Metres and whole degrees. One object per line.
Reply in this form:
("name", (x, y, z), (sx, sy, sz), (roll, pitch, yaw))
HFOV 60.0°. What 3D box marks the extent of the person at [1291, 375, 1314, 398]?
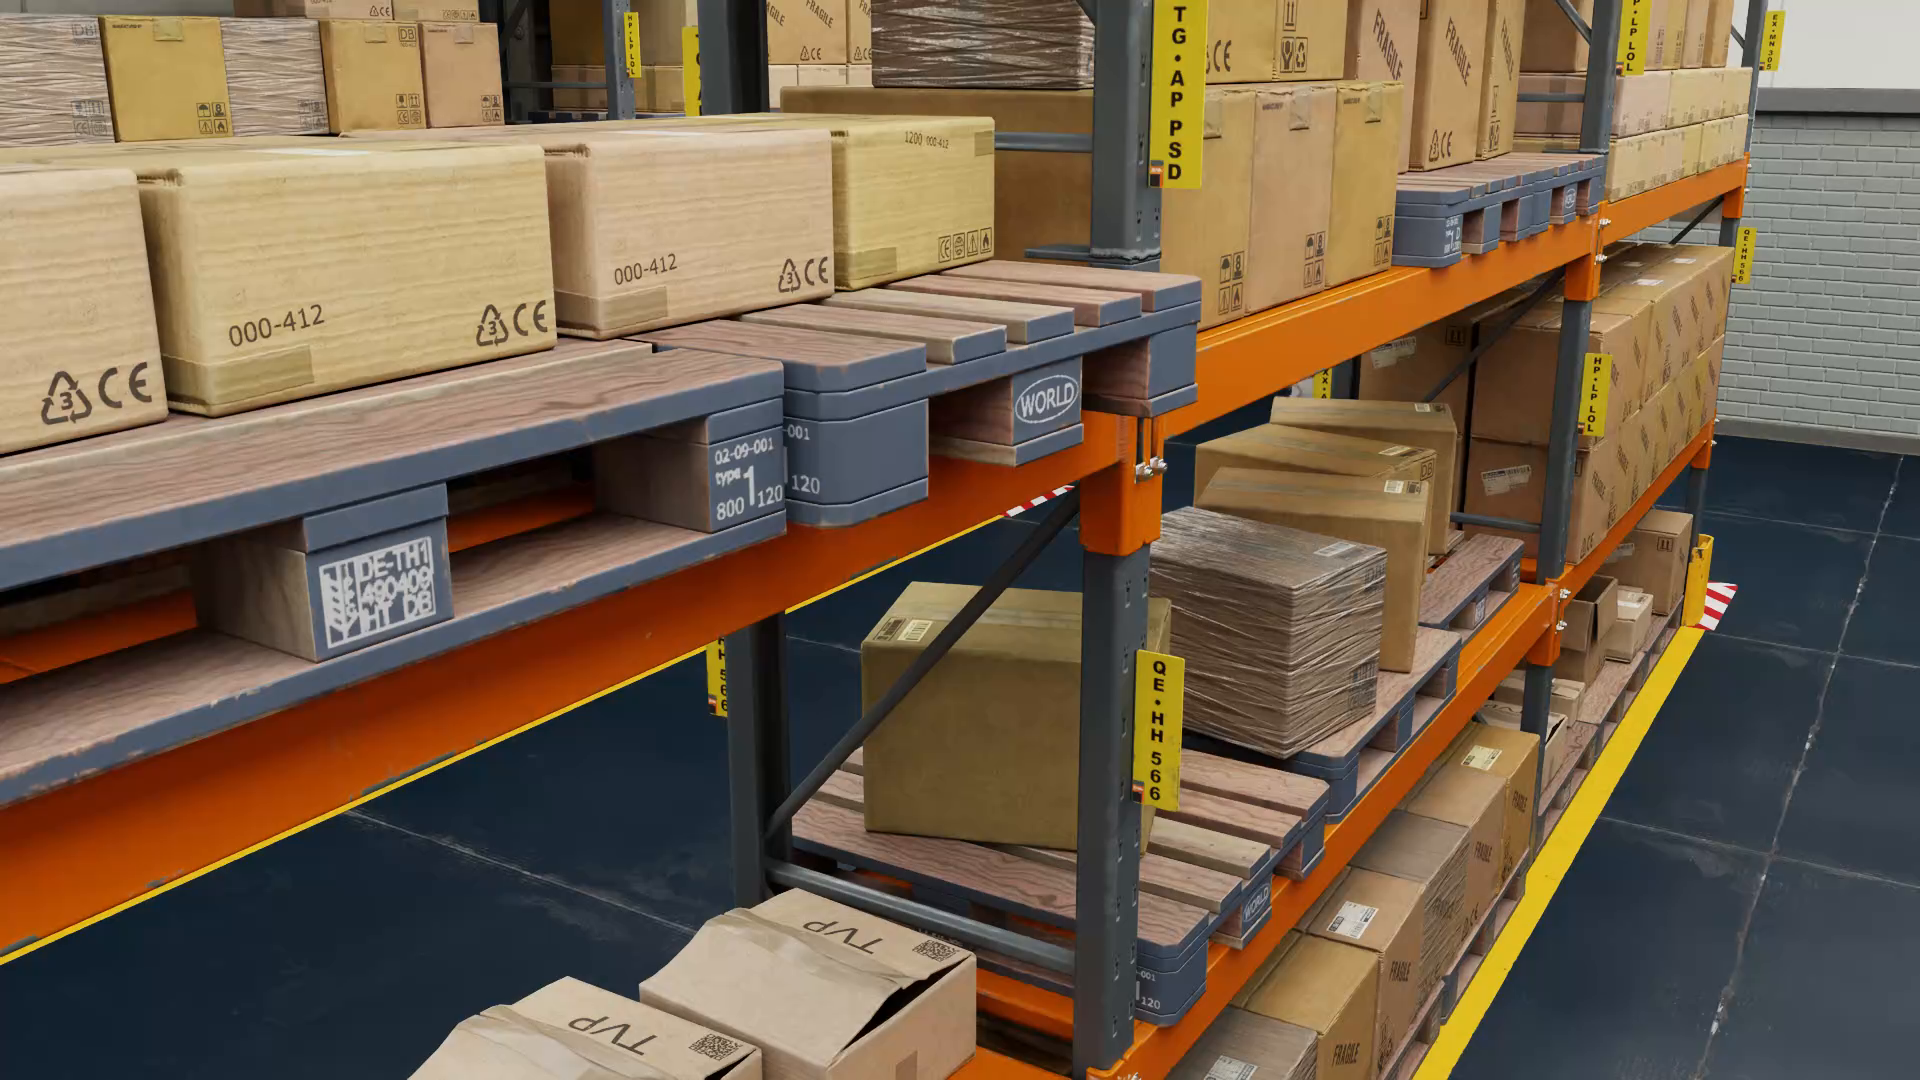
("person", (2.352, -0.533, 10.772), (0.458, 1.667, 0.464), (13, 21, 38))
